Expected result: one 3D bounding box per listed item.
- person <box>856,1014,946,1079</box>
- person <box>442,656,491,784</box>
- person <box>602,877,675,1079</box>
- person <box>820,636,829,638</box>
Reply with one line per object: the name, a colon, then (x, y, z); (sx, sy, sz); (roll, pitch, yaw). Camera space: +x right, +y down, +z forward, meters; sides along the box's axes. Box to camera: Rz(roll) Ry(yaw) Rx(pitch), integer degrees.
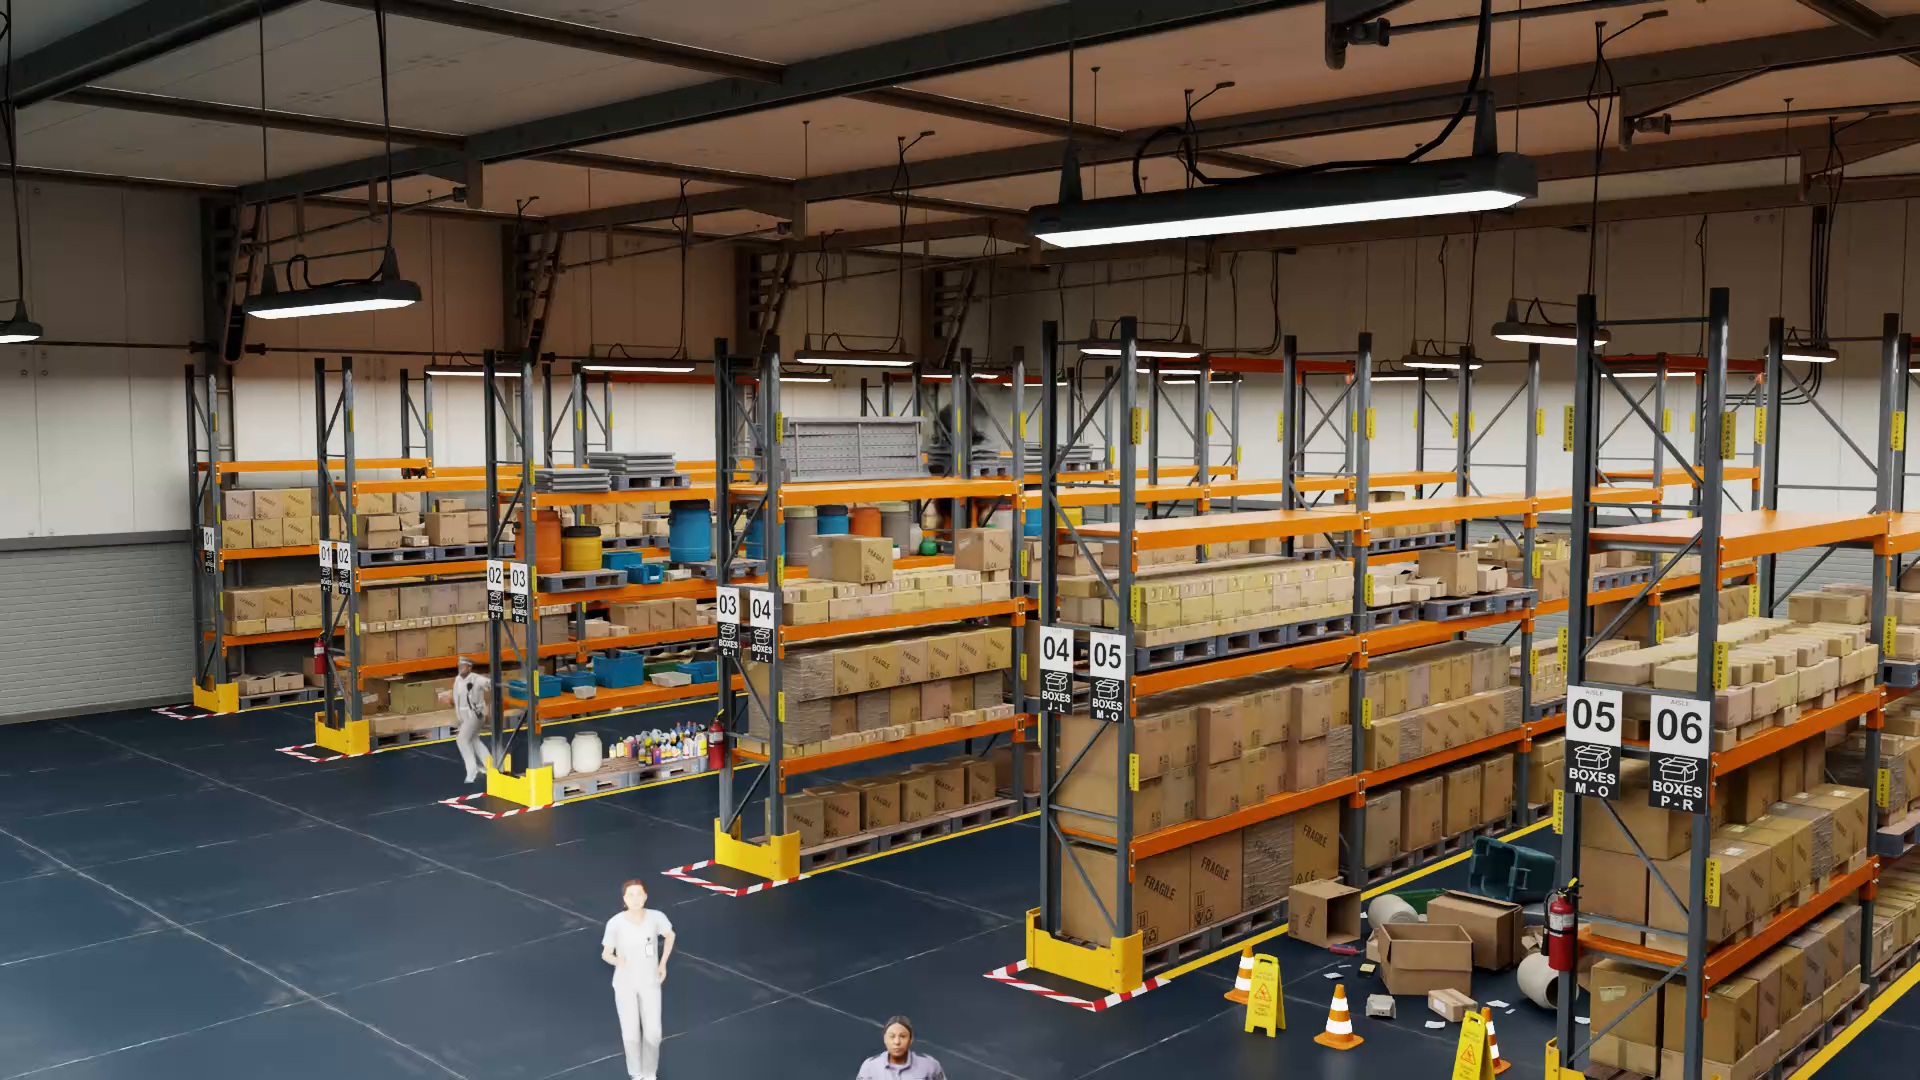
person: (-0.360, 3.613, 9.830); (0.602, 1.597, 0.547); (0, 4, 3)
person: (-6.879, 2.512, 23.402); (0.685, 1.811, 0.818); (3, 6, 38)
person: (-2.413, 3.379, 12.509); (0.547, 1.667, 0.628); (-1, 4, -11)
person: (-2.409, 2.090, 29.153); (0.606, 1.666, 0.914); (3, 5, 33)
